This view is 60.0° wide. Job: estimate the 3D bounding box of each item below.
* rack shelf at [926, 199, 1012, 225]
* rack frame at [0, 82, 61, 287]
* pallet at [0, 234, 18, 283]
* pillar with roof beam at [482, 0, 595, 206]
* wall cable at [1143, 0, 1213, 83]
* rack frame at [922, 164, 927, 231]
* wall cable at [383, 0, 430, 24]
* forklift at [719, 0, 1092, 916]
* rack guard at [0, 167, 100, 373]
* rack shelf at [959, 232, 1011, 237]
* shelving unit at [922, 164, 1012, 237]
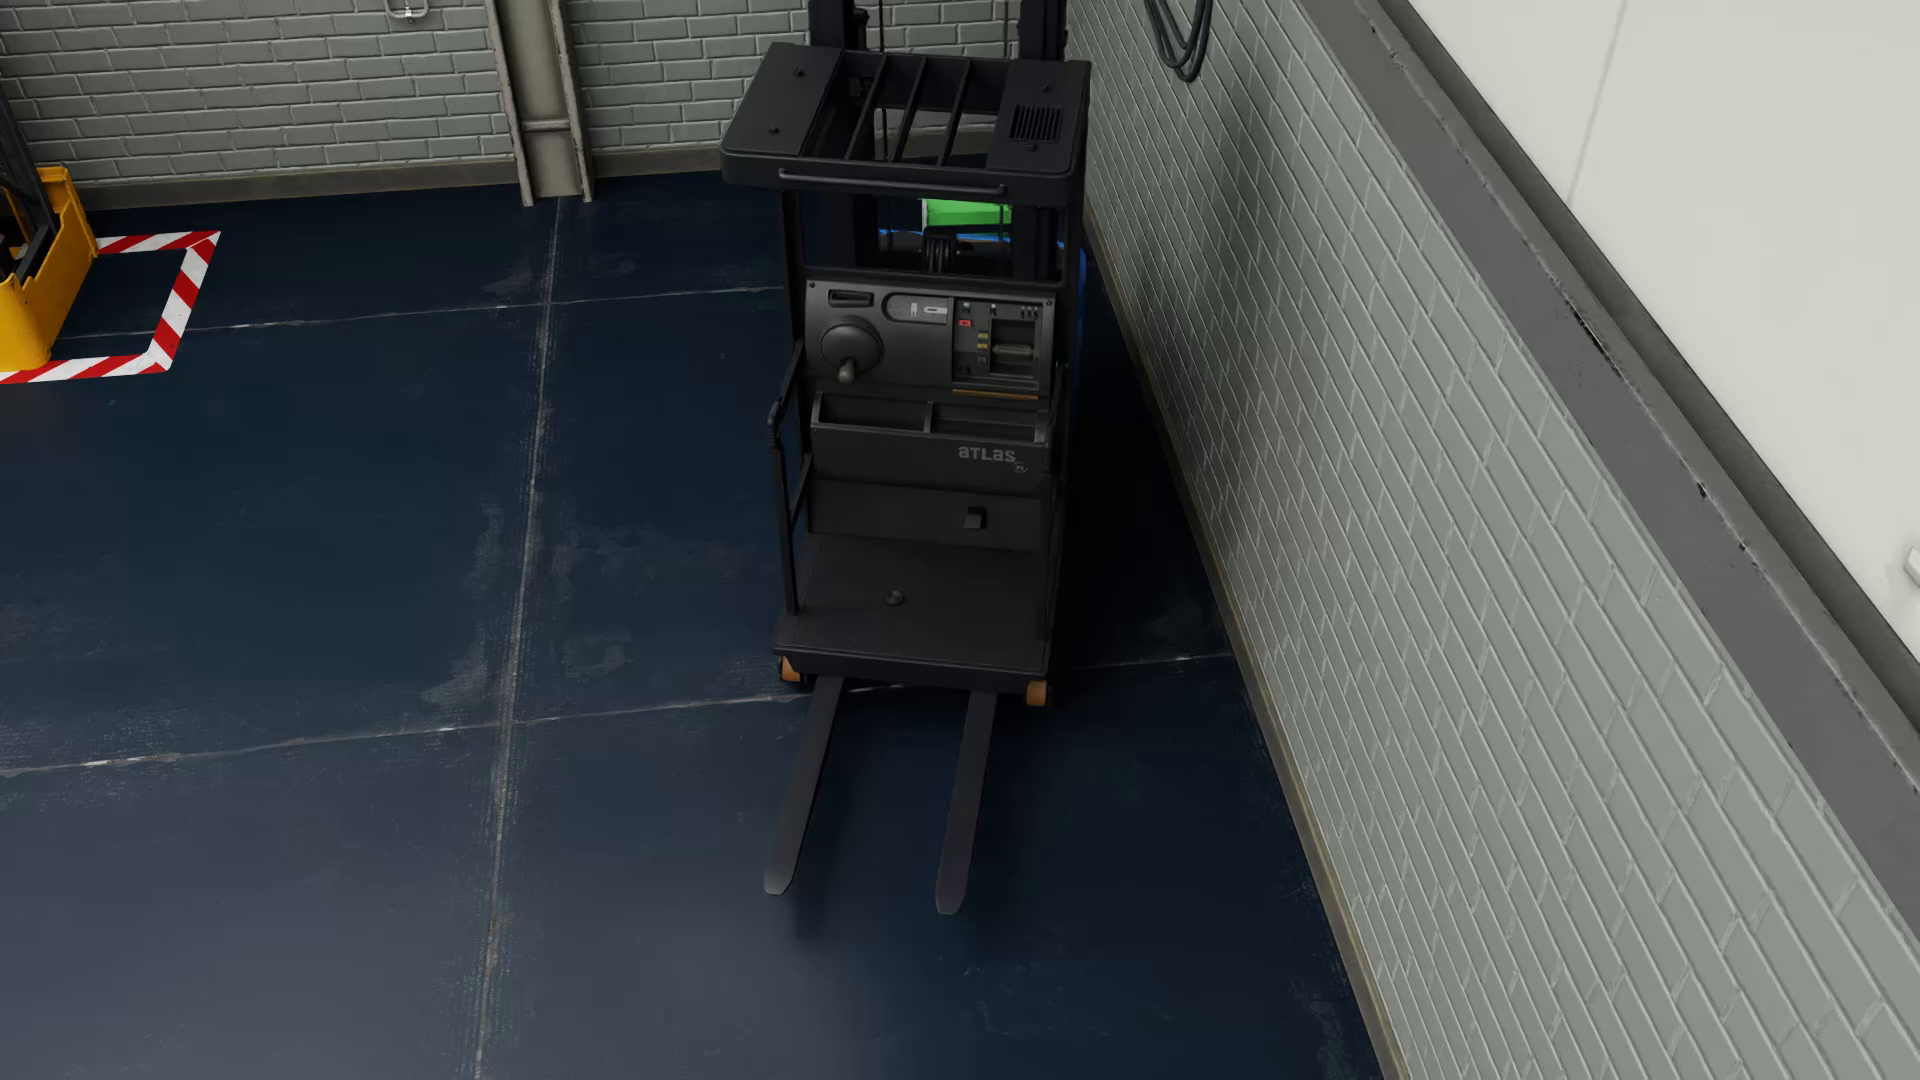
[{"bbox_3d":[0.083,-1.503,7.605,0.480,0.148,0.258,-2,39,-2],"label":"rack shelf"},{"bbox_3d":[-4.907,-2.352,7.833,0.127,3.000,1.000,-5,42,-6],"label":"rack frame"},{"bbox_3d":[-5.690,-1.195,8.632,1.213,0.211,1.003,-5,42,-6],"label":"pallet"},{"bbox_3d":[-1.784,-2.529,3.551,0.400,9.000,9.100,-5,42,-6],"label":"pillar with roof beam"},{"bbox_3d":[0.747,-3.680,7.145,0.112,2.526,3.097,-5,42,-6],"label":"wall cable"},{"bbox_3d":[-0.160,-1.172,7.859,0.015,1.200,0.240,-2,39,-2],"label":"rack frame"},{"bbox_3d":[-3.760,-3.468,8.312,1.851,1.984,0.084,-5,42,-6],"label":"wall cable"},{"bbox_3d":[-0.141,-0.670,6.019,1.130,2.935,3.031,5,42,6],"label":"forklift"},{"bbox_3d":[-4.884,-1.426,8.672,0.348,0.500,1.175,-5,42,-6],"label":"rack guard"},{"bbox_3d":[0.083,-1.316,7.756,0.480,0.148,0.258,-2,39,-2],"label":"rack shelf"},{"bbox_3d":[0.084,-1.180,7.867,0.503,1.200,0.258,-2,39,-2],"label":"shelving unit"}]
